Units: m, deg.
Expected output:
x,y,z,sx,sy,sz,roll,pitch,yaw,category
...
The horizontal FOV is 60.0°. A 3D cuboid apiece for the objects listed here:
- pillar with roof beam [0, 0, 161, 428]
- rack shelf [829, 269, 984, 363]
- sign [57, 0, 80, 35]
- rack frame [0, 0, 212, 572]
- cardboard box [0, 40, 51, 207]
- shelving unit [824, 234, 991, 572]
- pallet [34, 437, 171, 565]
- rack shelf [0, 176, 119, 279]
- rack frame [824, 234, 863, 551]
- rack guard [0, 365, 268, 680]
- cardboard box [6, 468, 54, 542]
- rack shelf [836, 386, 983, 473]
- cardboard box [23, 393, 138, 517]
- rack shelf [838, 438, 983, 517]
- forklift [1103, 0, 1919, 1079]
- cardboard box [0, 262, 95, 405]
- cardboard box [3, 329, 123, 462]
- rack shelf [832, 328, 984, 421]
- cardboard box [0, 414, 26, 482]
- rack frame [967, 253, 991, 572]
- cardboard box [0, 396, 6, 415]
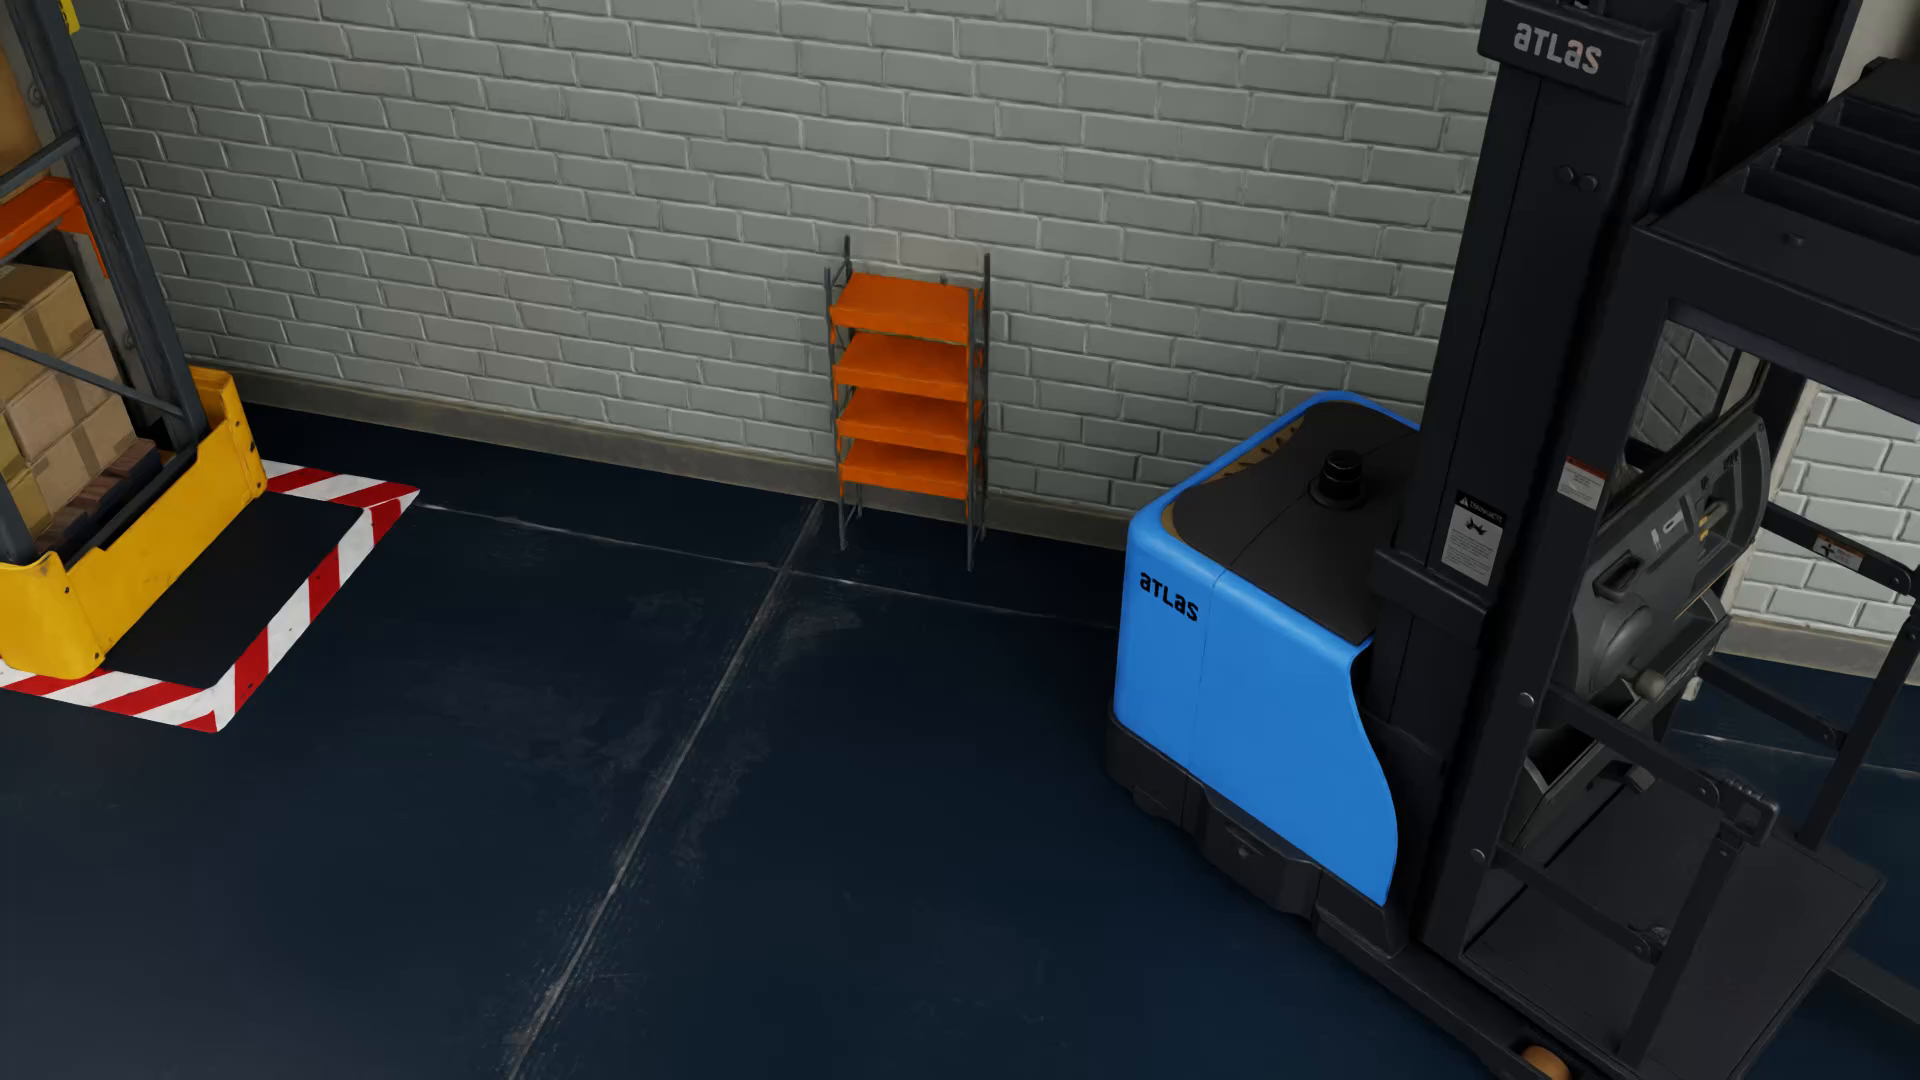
x,y,z,sx,sy,sz,roll,pitch,yaw,category
-4.584,-1.355,0.866,0.400,9.000,9.100,10,41,11,pillar with roof beam
-0.172,-0.758,5.608,0.480,0.148,0.258,9,41,11,rack shelf
-2.882,-1.762,5.281,0.005,0.325,0.100,10,41,11,sign
-3.032,-1.056,5.175,0.127,3.000,1.000,10,41,11,rack frame
-3.438,-1.350,5.447,0.500,0.500,0.500,11,41,13,cardboard box
-0.172,-0.457,5.860,0.503,1.200,0.258,9,41,11,shelving unit
-3.781,-0.090,6.193,1.213,0.211,1.003,10,41,11,pallet
-4.964,-1.113,5.803,4.000,0.370,1.077,10,41,11,rack shelf
-0.408,-0.496,5.907,0.015,1.200,0.240,9,41,11,rack frame
-3.008,-0.095,5.975,0.348,0.500,1.175,10,41,11,rack guard
-3.567,-0.046,5.784,0.500,0.250,0.500,10,41,12,cardboard box
-0.172,-0.405,5.904,0.480,0.148,0.258,9,41,11,rack shelf
-3.455,-0.367,6.167,0.500,0.250,0.500,10,41,12,cardboard box
-0.172,-0.253,6.031,0.480,0.148,0.258,9,41,11,rack shelf
1.842,0.106,3.845,1.130,2.935,3.031,-32,49,-32,forklift
-3.447,-0.745,5.838,0.500,0.250,0.500,9,41,11,cardboard box
-3.432,-0.563,6.011,0.500,0.250,0.500,10,41,12,cardboard box
-0.172,-0.576,5.760,0.480,0.148,0.258,9,41,11,rack shelf
-3.583,-0.242,5.629,0.500,0.250,0.500,9,41,11,cardboard box
0.064,-0.417,5.814,0.015,1.200,0.240,9,41,11,rack frame
-3.557,-0.430,5.464,0.500,0.250,0.500,11,41,13,cardboard box
